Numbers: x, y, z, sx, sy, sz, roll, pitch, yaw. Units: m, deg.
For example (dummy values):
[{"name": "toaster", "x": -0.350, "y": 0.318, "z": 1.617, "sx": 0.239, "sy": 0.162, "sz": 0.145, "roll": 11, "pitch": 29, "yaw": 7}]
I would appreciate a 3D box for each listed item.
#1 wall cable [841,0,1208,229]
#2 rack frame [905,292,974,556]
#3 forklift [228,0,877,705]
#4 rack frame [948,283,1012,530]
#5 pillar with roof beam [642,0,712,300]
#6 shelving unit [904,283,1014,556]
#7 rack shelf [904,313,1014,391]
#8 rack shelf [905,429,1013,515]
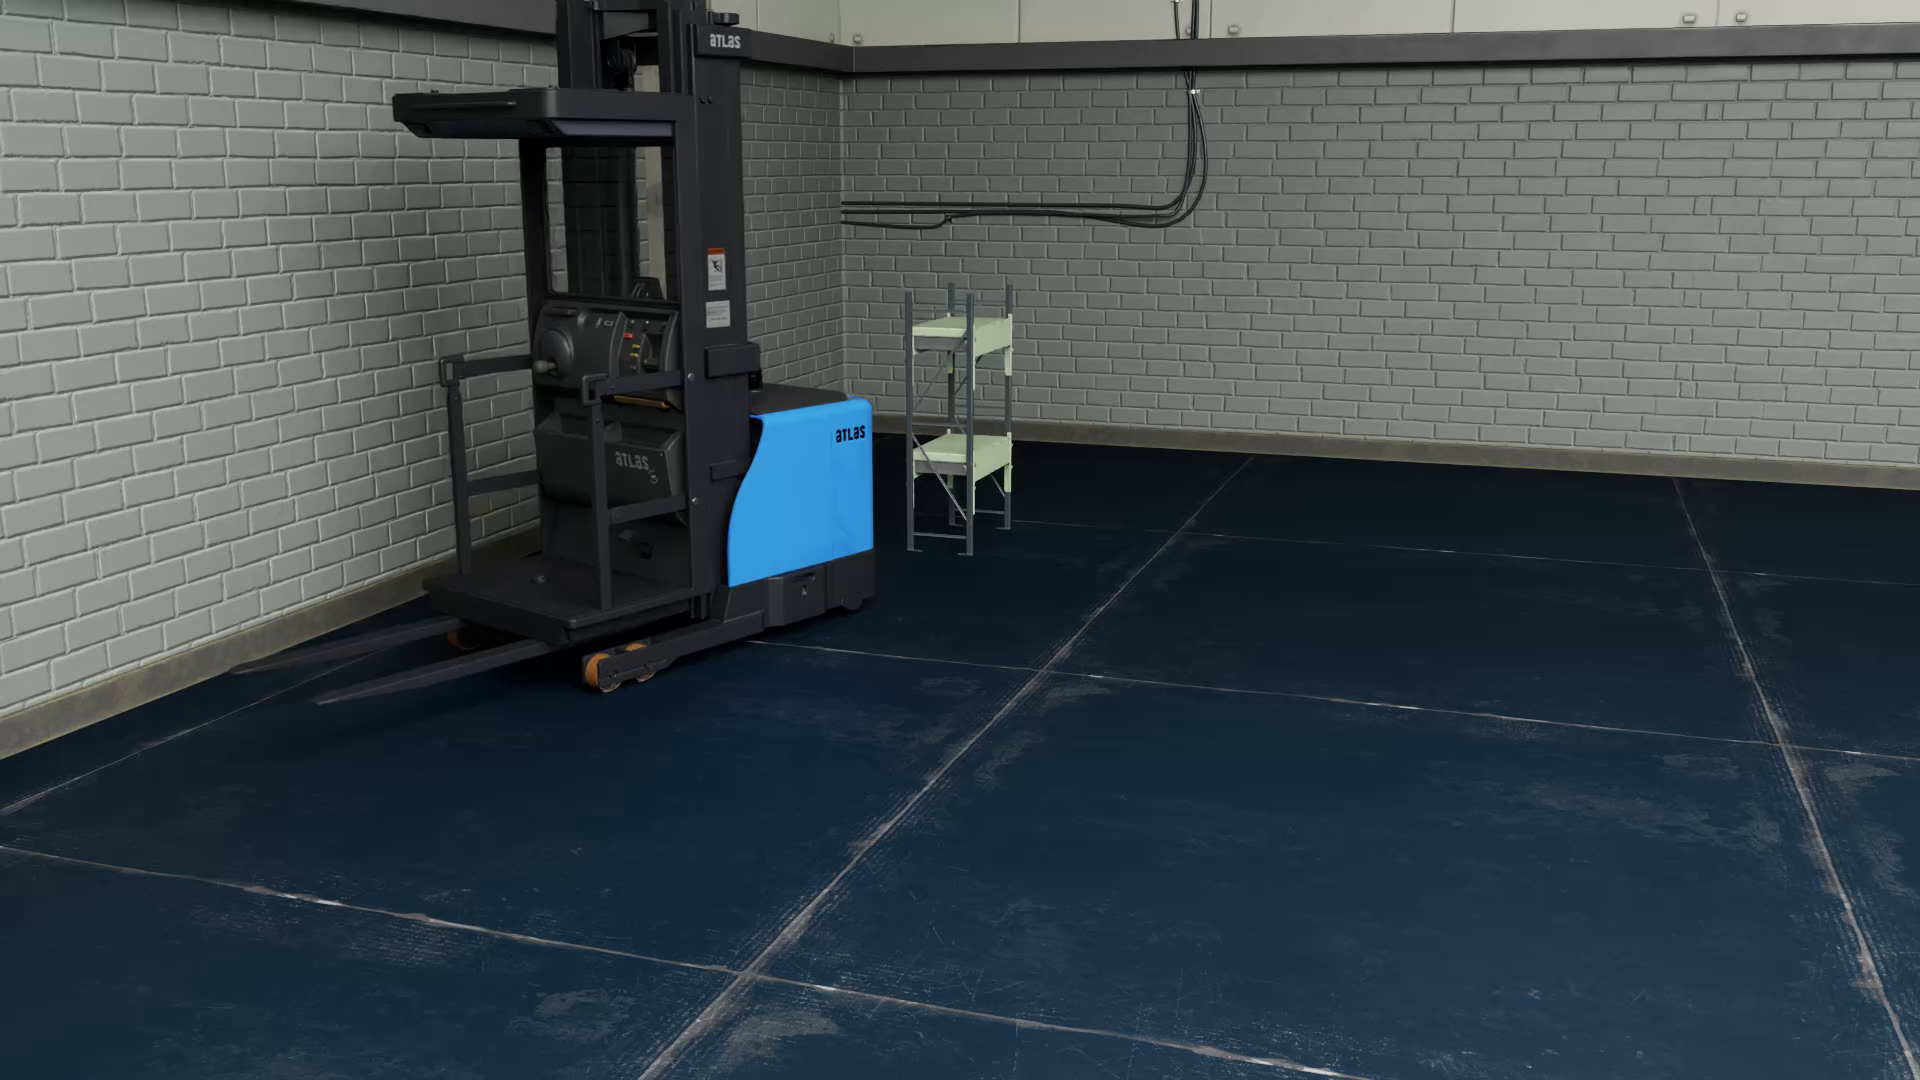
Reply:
[{"name": "wall cable", "x": 0.403, "y": -3.684, "z": 12.885, "sx": 3.097, "sy": 2.526, "sz": 0.112, "roll": 4, "pitch": 14, "yaw": 18}, {"name": "rack frame", "x": -0.116, "y": -0.656, "z": 9.490, "sx": 0.400, "sy": 1.500, "sz": 0.023, "roll": 4, "pitch": 14, "yaw": 18}, {"name": "forklift", "x": -1.737, "y": -0.901, "z": 7.350, "sx": 1.130, "sy": 2.935, "sz": 3.031, "roll": 10, "pitch": 16, "yaw": 38}, {"name": "rack frame", "x": 0.121, "y": -0.810, "z": 10.165, "sx": 0.400, "sy": 1.500, "sz": 0.023, "roll": 4, "pitch": 14, "yaw": 18}, {"name": "pillar with roof beam", "x": 2.272, "y": -4.363, "z": 8.881, "sx": 9.100, "sy": 9.000, "sz": 0.400, "roll": 4, "pitch": 14, "yaw": 18}, {"name": "shelving unit", "x": 0.002, "y": -0.733, "z": 9.827, "sx": 0.431, "sy": 1.500, "sz": 0.755, "roll": 4, "pitch": 14, "yaw": 18}, {"name": "rack shelf", "x": 0.002, "y": -1.113, "z": 9.740, "sx": 0.431, "sy": 0.370, "sz": 0.720, "roll": 4, "pitch": 14, "yaw": 18}, {"name": "rack shelf", "x": 0.002, "y": -0.415, "z": 9.900, "sx": 0.431, "sy": 0.370, "sz": 0.720, "roll": 4, "pitch": 14, "yaw": 18}]
